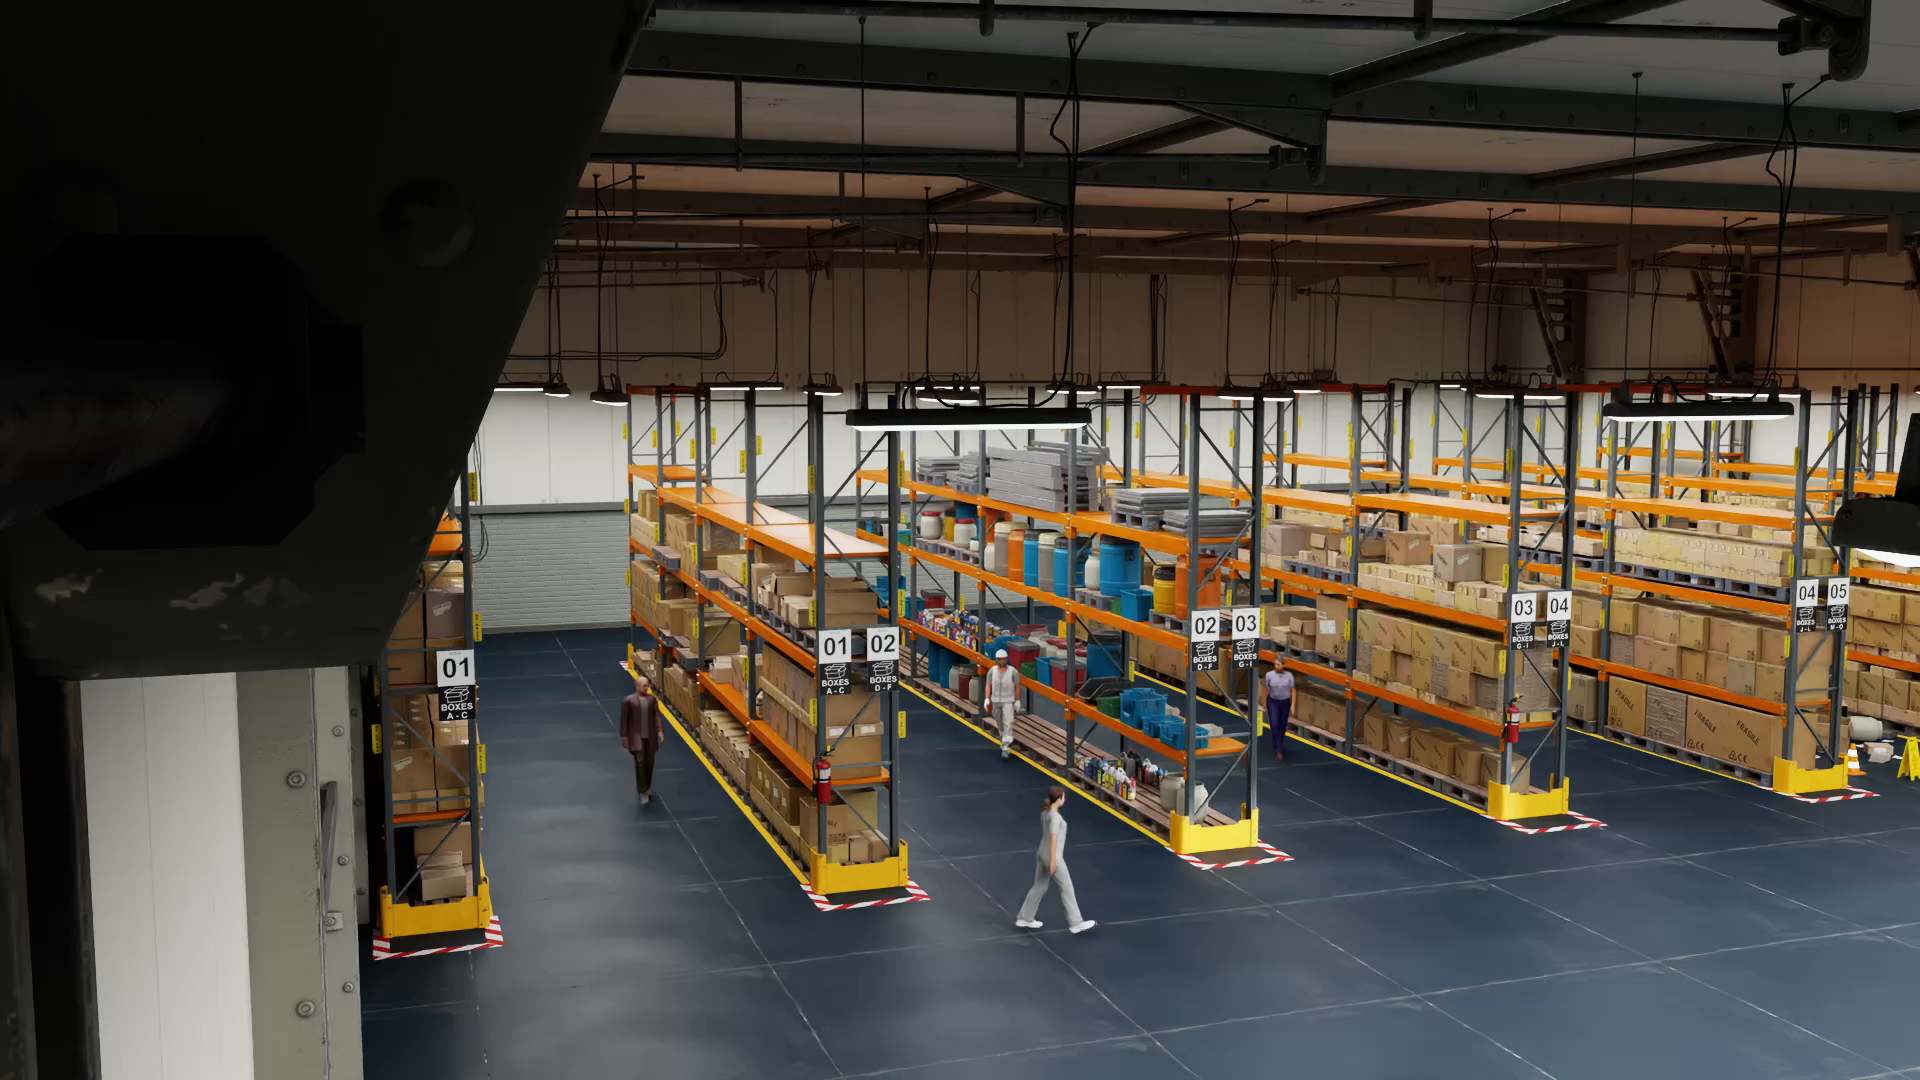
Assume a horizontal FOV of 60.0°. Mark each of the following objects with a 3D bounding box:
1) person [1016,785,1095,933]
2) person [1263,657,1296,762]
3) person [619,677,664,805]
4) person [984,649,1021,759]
[{"bbox_3d":[1.060,3.601,18.777,0.838,1.623,0.521,-1,6,-14],"label":"person"},{"bbox_3d":[5.227,2.729,27.165,0.508,1.635,0.799,0,6,-2],"label":"person"},{"bbox_3d":[-4.624,2.938,24.476,0.609,1.804,0.727,-4,7,-34],"label":"person"},{"bbox_3d":[0.682,2.645,27.108,0.553,1.723,1.060,2,6,21],"label":"person"}]
